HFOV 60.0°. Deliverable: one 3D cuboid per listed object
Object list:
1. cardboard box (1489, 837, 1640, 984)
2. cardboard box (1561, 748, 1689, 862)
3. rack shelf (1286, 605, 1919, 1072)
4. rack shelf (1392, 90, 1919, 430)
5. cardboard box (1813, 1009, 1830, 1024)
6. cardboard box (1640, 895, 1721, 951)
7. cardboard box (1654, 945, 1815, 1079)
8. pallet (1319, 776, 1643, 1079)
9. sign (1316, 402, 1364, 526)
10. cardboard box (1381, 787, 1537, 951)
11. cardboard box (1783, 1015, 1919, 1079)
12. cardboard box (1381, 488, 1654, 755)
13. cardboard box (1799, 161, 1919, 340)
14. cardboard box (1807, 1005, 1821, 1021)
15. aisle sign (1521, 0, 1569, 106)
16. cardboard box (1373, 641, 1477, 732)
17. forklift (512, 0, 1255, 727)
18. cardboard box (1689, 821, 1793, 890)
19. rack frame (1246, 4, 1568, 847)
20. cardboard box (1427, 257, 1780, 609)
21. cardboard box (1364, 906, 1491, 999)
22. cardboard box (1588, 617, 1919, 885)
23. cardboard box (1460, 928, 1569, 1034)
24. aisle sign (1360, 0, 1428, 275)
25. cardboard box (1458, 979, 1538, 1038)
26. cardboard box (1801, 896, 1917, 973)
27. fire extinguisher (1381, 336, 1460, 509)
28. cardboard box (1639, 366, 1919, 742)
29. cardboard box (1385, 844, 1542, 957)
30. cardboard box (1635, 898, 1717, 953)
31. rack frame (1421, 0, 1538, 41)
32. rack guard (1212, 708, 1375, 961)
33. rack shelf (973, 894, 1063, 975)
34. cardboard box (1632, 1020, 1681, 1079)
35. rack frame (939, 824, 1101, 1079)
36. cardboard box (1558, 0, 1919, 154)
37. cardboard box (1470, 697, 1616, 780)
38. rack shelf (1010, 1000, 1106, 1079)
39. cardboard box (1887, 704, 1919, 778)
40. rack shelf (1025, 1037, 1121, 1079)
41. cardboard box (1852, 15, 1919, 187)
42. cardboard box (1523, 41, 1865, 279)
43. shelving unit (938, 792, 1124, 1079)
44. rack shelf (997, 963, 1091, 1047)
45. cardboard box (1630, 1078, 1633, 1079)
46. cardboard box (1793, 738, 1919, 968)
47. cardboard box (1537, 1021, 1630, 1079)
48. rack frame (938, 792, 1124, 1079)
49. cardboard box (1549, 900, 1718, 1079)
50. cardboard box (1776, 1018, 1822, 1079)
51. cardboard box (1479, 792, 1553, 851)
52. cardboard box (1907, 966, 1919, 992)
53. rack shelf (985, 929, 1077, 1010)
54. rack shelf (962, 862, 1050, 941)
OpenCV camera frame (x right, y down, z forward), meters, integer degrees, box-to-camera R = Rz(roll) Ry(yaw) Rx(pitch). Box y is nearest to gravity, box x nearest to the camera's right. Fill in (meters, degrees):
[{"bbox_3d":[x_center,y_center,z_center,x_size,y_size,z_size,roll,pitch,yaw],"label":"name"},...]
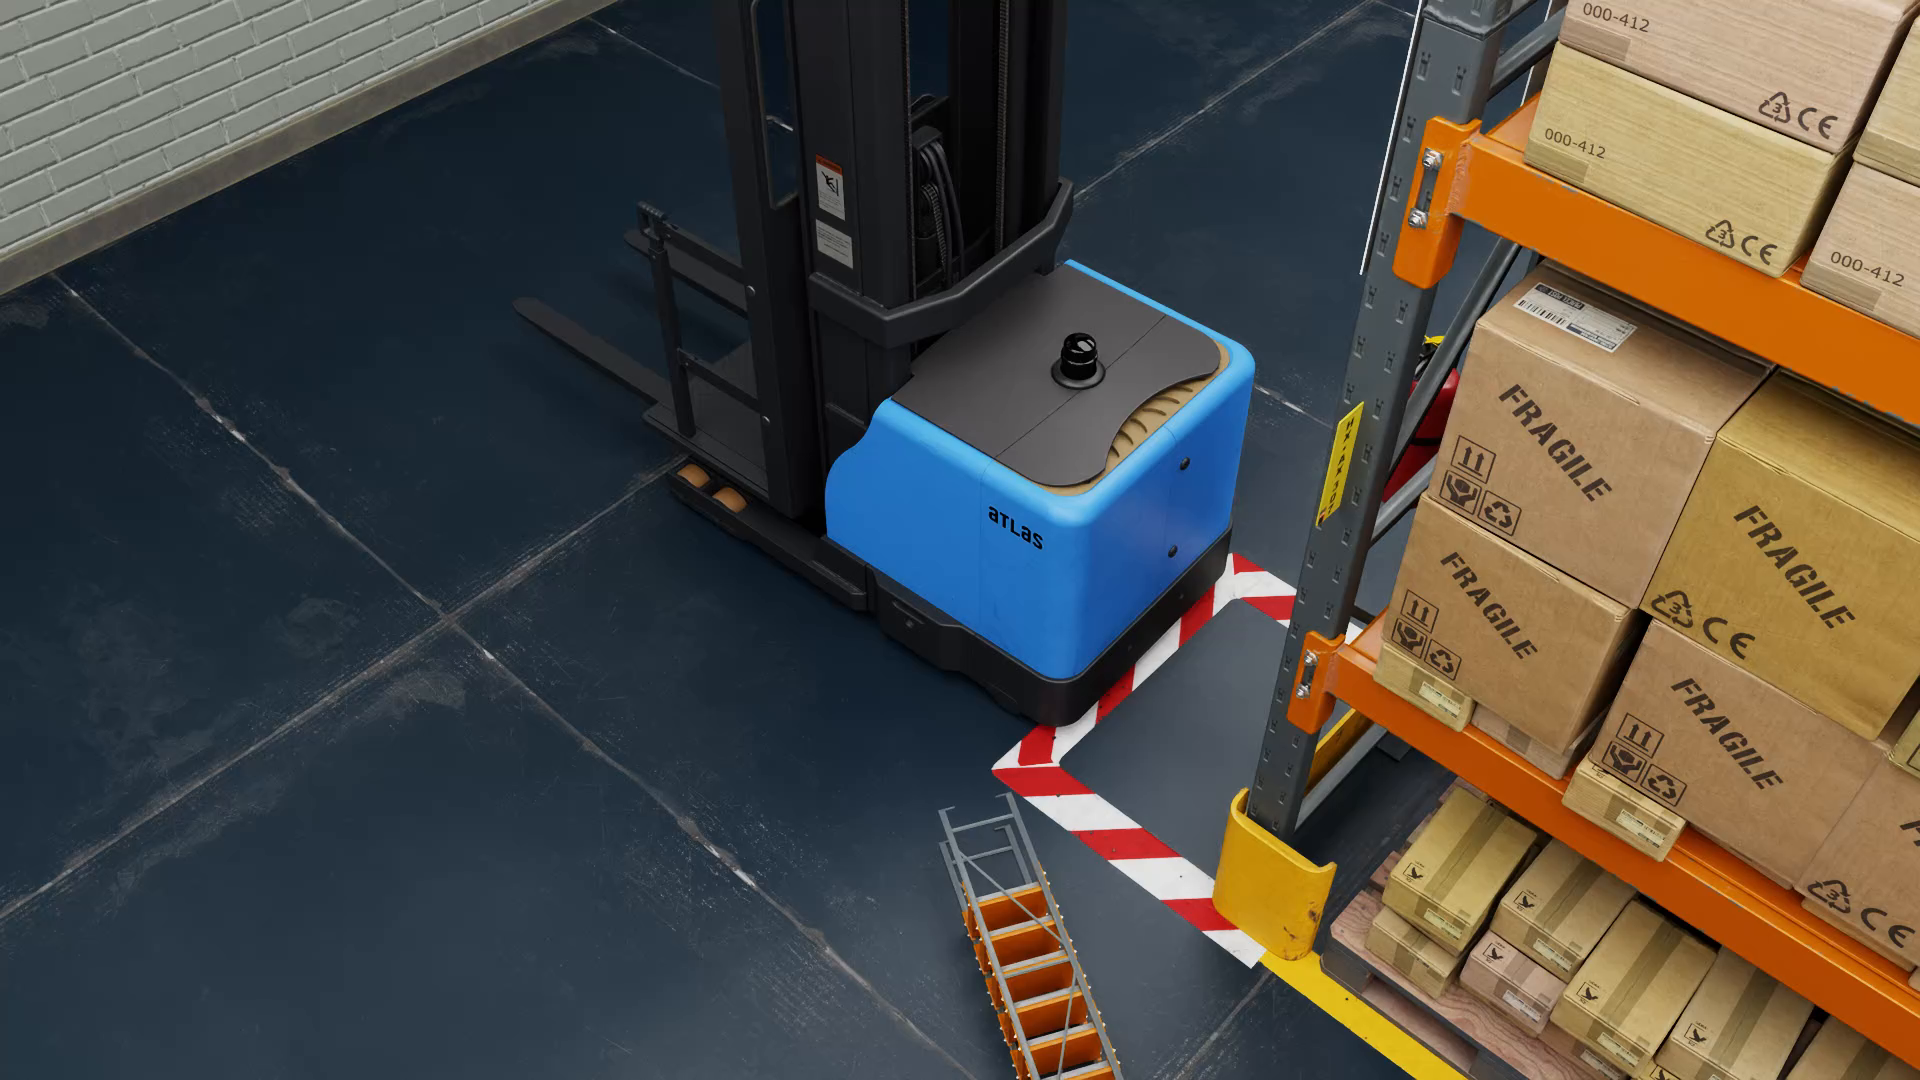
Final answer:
[{"bbox_3d":[1.666,0.978,4.534,0.250,0.149,0.380,35,56,28],"label":"cardboard box"},{"bbox_3d":[1.619,0.523,3.873,0.250,0.149,0.380,32,55,27],"label":"cardboard box"},{"bbox_3d":[2.696,1.071,3.680,4.000,0.370,1.077,34,55,28],"label":"rack shelf"},{"bbox_3d":[2.696,0.045,2.587,4.000,0.370,1.077,34,55,28],"label":"rack shelf"},{"bbox_3d":[2.569,1.274,4.664,0.250,0.149,0.380,32,54,26],"label":"cardboard box"},{"bbox_3d":[2.148,1.066,4.859,0.250,0.149,0.380,34,55,28],"label":"cardboard box"},{"bbox_3d":[2.002,1.249,4.279,0.250,0.149,0.380,31,54,26],"label":"cardboard box"},{"bbox_3d":[1.856,1.249,4.933,1.213,0.211,1.003,34,55,28],"label":"pallet"},{"bbox_3d":[0.859,-0.169,3.758,0.005,0.325,0.100,34,55,28],"label":"sign"},{"bbox_3d":[1.381,0.906,4.601,0.250,0.149,0.380,32,54,26],"label":"cardboard box"},{"bbox_3d":[2.200,1.391,4.146,0.250,0.149,0.380,36,56,29],"label":"cardboard box"},{"bbox_3d":[1.369,0.070,3.854,0.500,0.500,0.500,-36,56,-29],"label":"cardboard box"},{"bbox_3d":[1.767,-0.518,2.724,0.500,0.250,0.500,36,56,29],"label":"cardboard box"},{"bbox_3d":[2.319,1.119,4.606,0.250,0.149,0.380,33,55,27],"label":"cardboard box"},{"bbox_3d":[1.377,-1.251,3.583,0.004,0.787,0.394,34,55,28],"label":"aisle sign"},{"bbox_3d":[1.242,0.258,4.123,0.250,0.149,0.380,34,55,27],"label":"cardboard box"},{"bbox_3d":[-0.481,-1.300,5.460,3.031,2.935,1.130,32,54,26],"label":"forklift"},{"bbox_3d":[1.902,0.578,3.822,0.380,0.149,0.250,-36,56,-29],"label":"cardboard box"},{"bbox_3d":[1.227,-0.164,4.346,0.127,3.000,1.000,34,55,28],"label":"rack frame"},{"bbox_3d":[1.377,-0.278,3.495,0.500,0.500,0.500,34,55,27],"label":"cardboard box"},{"bbox_3d":[1.395,1.099,4.828,0.250,0.149,0.380,35,56,28],"label":"cardboard box"},{"bbox_3d":[1.780,0.321,3.618,0.500,0.500,0.500,34,55,28],"label":"cardboard box"},{"bbox_3d":[1.601,1.129,4.596,0.250,0.149,0.380,34,55,28],"label":"cardboard box"},{"bbox_3d":[0.970,-0.929,3.282,0.004,0.787,0.394,34,55,28],"label":"aisle sign"},{"bbox_3d":[1.643,1.184,4.748,0.250,0.149,0.380,34,55,28],"label":"cardboard box"},{"bbox_3d":[2.085,0.725,3.684,0.250,0.149,0.380,33,55,27],"label":"cardboard box"},{"bbox_3d":[1.355,-0.382,4.859,0.183,0.674,0.296,34,55,28],"label":"fire extinguisher"},{"bbox_3d":[1.752,-0.032,3.264,0.500,0.500,0.500,36,56,29],"label":"cardboard box"},{"bbox_3d":[1.438,0.963,4.752,0.380,0.149,0.250,-36,56,-29],"label":"cardboard box"},{"bbox_3d":[1.840,1.202,4.527,0.250,0.149,0.380,35,56,28],"label":"cardboard box"},{"bbox_3d":[1.227,-2.217,2.159,0.127,3.000,1.000,34,55,28],"label":"rack frame"},{"bbox_3d":[1.283,0.729,5.222,0.348,0.500,1.175,34,55,28],"label":"rack guard"},{"bbox_3d":[0.174,1.188,5.002,0.258,0.180,0.103,-13,48,-12],"label":"rack shelf"},{"bbox_3d":[1.955,1.387,4.353,0.250,0.149,0.380,36,56,29],"label":"cardboard box"},{"bbox_3d":[0.221,1.365,4.961,0.240,0.006,1.200,-13,48,-12],"label":"rack frame"},{"bbox_3d":[1.380,-0.949,2.786,0.500,0.250,0.500,35,56,28],"label":"cardboard box"},{"bbox_3d":[1.458,0.362,4.025,0.250,0.149,0.380,36,56,29],"label":"cardboard box"},{"bbox_3d":[0.278,1.439,4.766,0.258,0.180,0.103,-13,48,-12],"label":"rack shelf"},{"bbox_3d":[2.119,0.237,3.011,0.500,0.500,0.500,33,55,27],"label":"cardboard box"},{"bbox_3d":[0.313,1.522,4.688,0.258,0.180,0.103,-13,48,-12],"label":"rack shelf"},{"bbox_3d":[1.757,-0.697,2.549,0.500,0.250,0.500,33,55,27],"label":"cardboard box"},{"bbox_3d":[1.383,-0.780,2.970,0.500,0.250,0.500,36,56,29],"label":"cardboard box"},{"bbox_3d":[0.221,1.302,4.894,0.258,0.189,1.200,-13,48,-12],"label":"shelving unit"},{"bbox_3d":[0.243,1.355,4.845,0.258,0.180,0.103,-13,48,-12],"label":"rack shelf"},{"bbox_3d":[1.943,1.489,4.462,0.250,0.149,0.380,35,56,28],"label":"cardboard box"},{"bbox_3d":[2.131,0.570,3.385,0.500,0.500,0.500,35,56,28],"label":"cardboard box"},{"bbox_3d":[1.830,1.303,4.636,0.250,0.149,0.380,35,56,28],"label":"cardboard box"},{"bbox_3d":[0.221,1.240,4.828,0.240,0.006,1.200,-13,48,-12],"label":"rack frame"},{"bbox_3d":[1.764,1.171,4.353,0.250,0.149,0.380,34,55,28],"label":"cardboard box"},{"bbox_3d":[2.215,1.468,4.278,0.250,0.149,0.380,31,54,26],"label":"cardboard box"},{"bbox_3d":[1.755,0.817,5.093,0.250,0.149,0.380,35,56,28],"label":"cardboard box"},{"bbox_3d":[2.247,0.862,3.555,0.250,0.149,0.380,33,55,27],"label":"cardboard box"},{"bbox_3d":[0.208,1.271,4.924,0.258,0.180,0.103,-13,48,-12],"label":"rack shelf"},{"bbox_3d":[0.139,1.104,5.081,0.258,0.180,0.103,-13,48,-12],"label":"rack shelf"}]
